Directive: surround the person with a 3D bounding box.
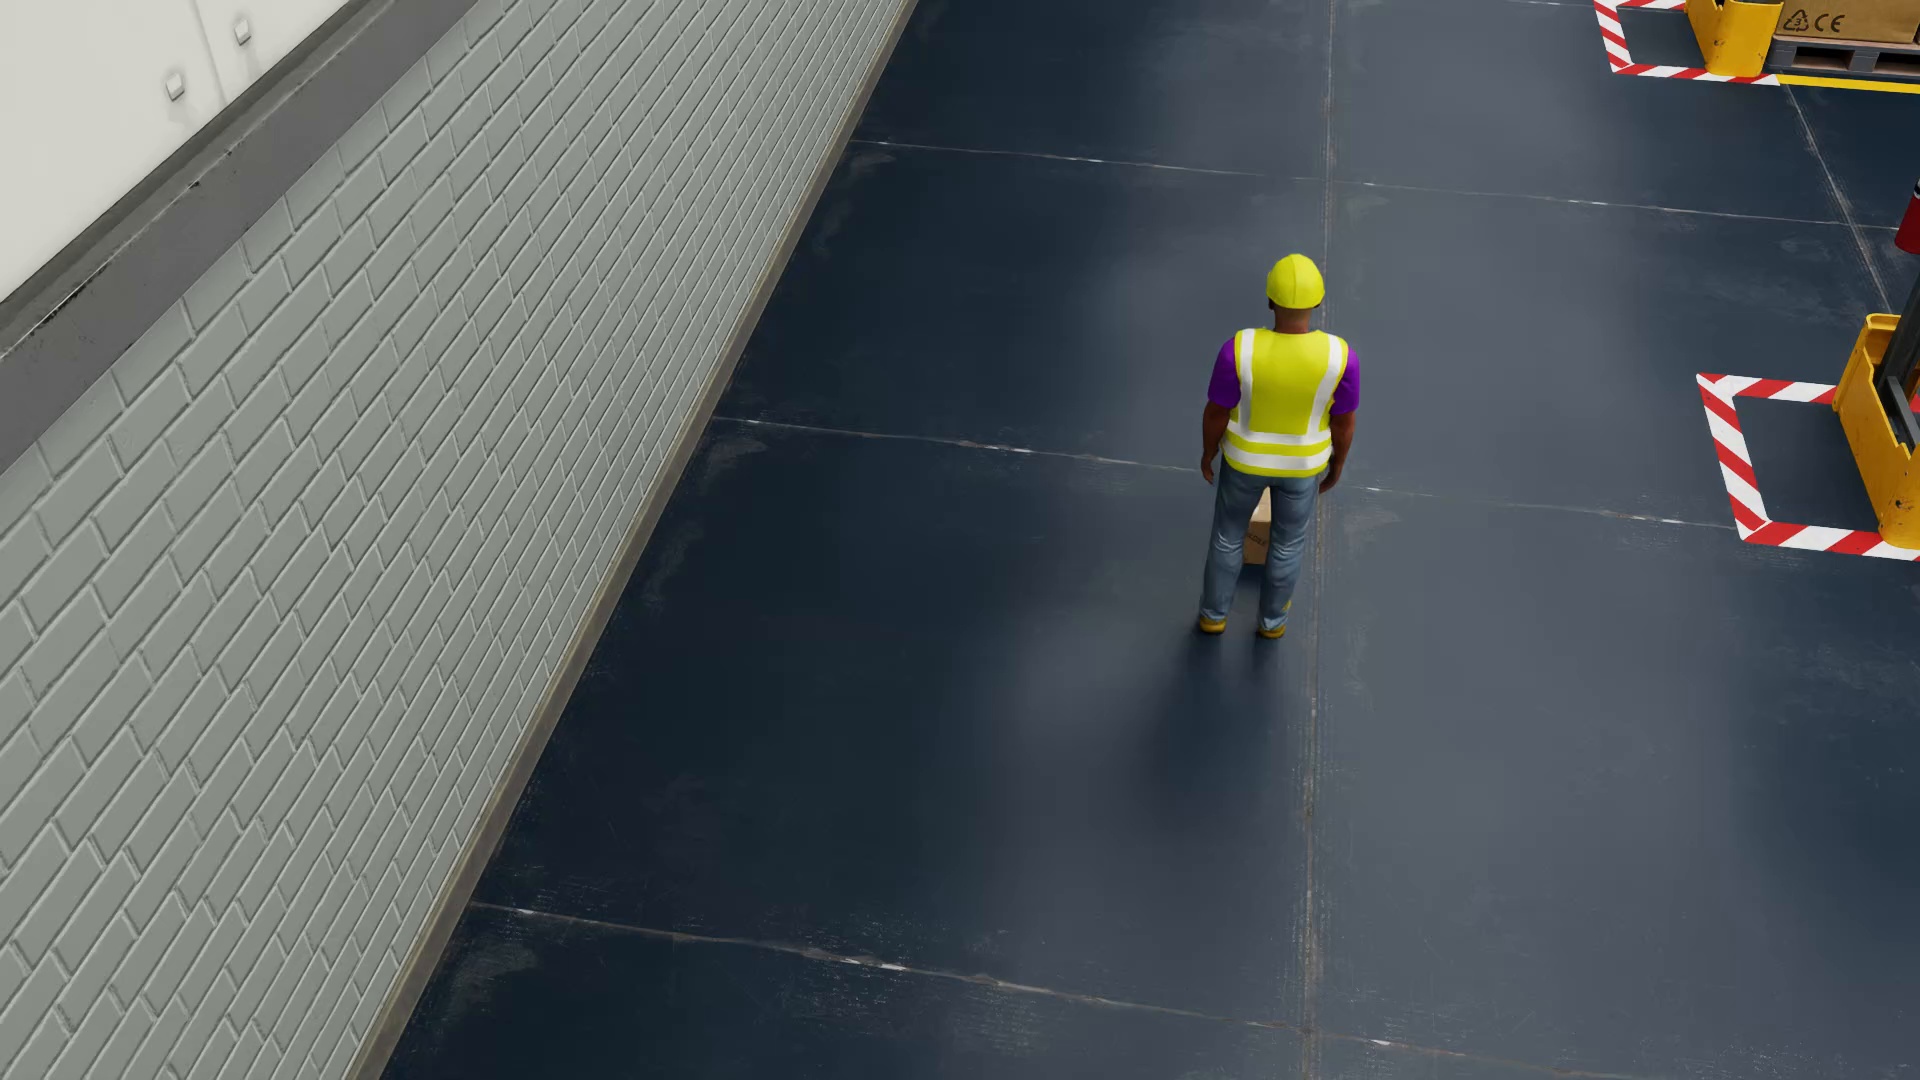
[{"bbox_3d":[1.232,-0.324,6.557,0.575,1.815,0.367,6,41,7],"label":"person"}]
